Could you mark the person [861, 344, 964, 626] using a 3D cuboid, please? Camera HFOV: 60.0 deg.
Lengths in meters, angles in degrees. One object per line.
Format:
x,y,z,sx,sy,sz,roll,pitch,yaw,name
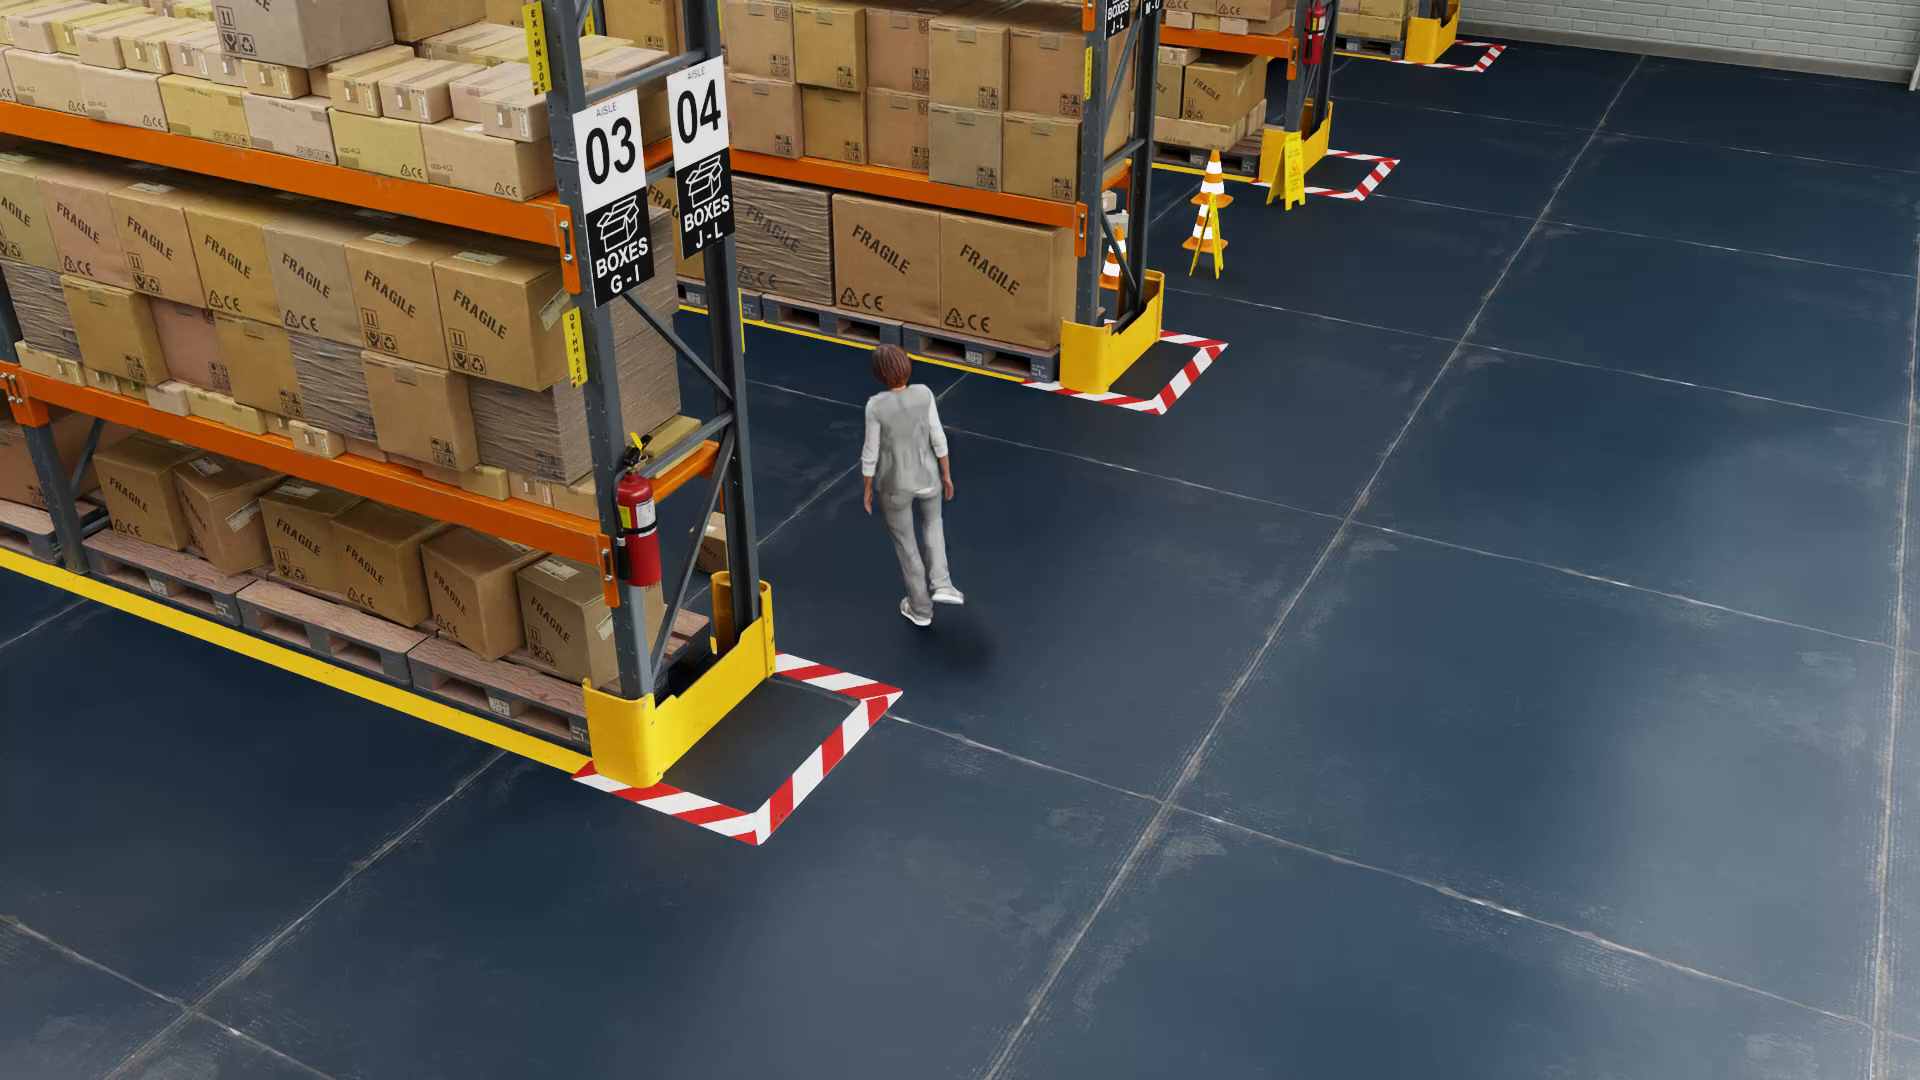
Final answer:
-0.251,-0.273,8.741,0.514,1.577,0.428,-11,32,-19,person
